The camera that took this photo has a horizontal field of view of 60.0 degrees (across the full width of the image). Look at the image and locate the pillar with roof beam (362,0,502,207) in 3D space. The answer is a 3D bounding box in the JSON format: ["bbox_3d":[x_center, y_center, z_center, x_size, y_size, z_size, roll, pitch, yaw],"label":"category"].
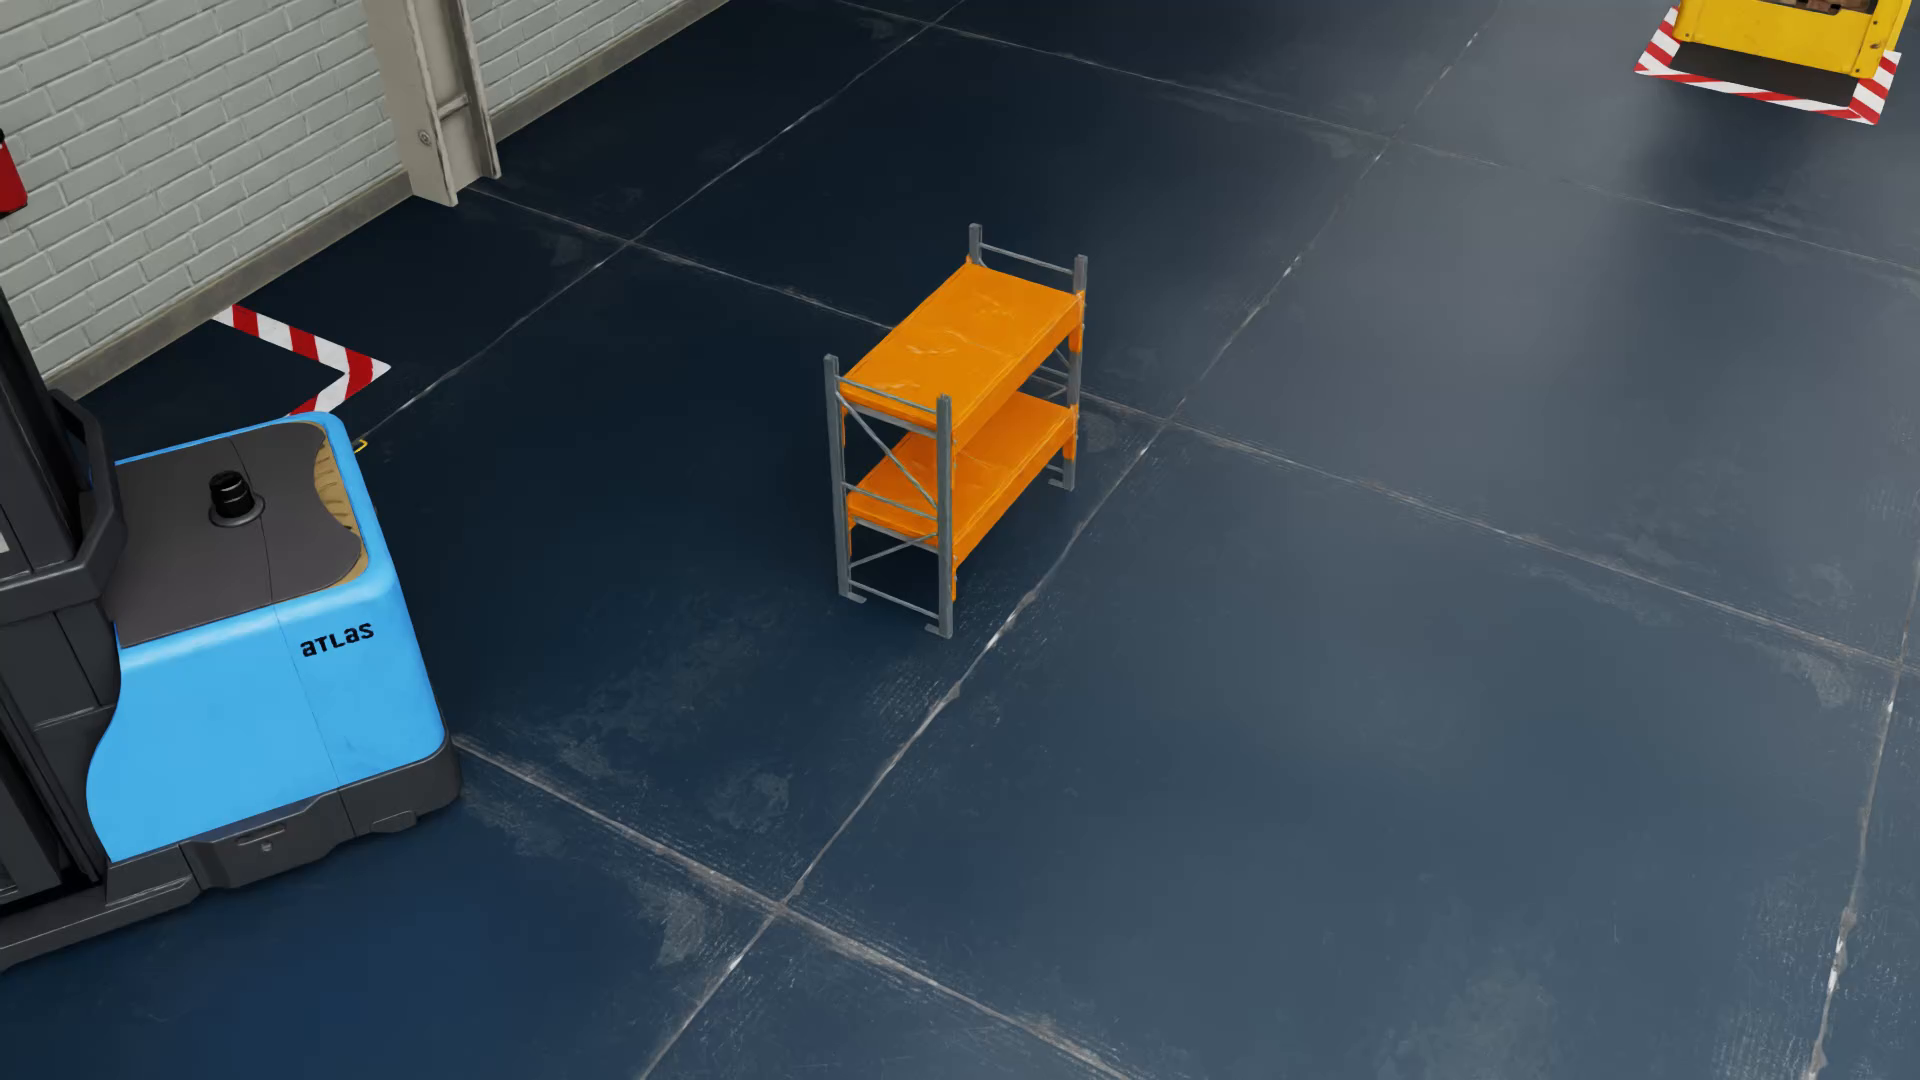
[{"bbox_3d":[1.023,-3.865,4.330,9.100,9.000,0.400,21,45,22],"label":"pillar with roof beam"}]

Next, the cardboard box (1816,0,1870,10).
[{"bbox_3d":[5.449,-3.506,10.225,0.500,0.250,0.500,21,45,22],"label":"cardboard box"}]

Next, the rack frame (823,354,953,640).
[{"bbox_3d":[-0.251,-0.135,6.052,0.500,1.125,0.032,21,45,22],"label":"rack frame"}]

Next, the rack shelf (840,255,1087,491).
[{"bbox_3d":[0.003,-0.646,6.189,0.538,0.278,1.000,21,45,22],"label":"rack shelf"}]

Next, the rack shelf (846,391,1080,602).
[{"bbox_3d":[0.003,-0.243,6.544,0.538,0.278,1.000,21,45,22],"label":"rack shelf"}]

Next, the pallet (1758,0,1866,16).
[{"bbox_3d":[5.334,-3.552,10.624,1.003,0.211,1.213,21,45,22],"label":"pallet"}]

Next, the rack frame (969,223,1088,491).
[{"bbox_3d":[0.258,-0.717,6.713,0.500,1.125,0.032,21,45,22],"label":"rack frame"}]

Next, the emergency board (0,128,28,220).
[{"bbox_3d":[-3.974,-1.636,6.338,0.194,1.169,0.643,21,45,22],"label":"emergency board"}]

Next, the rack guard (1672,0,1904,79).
[{"bbox_3d":[4.976,-3.196,10.001,1.175,0.500,0.348,21,45,22],"label":"rack guard"}]

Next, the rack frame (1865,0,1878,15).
[{"bbox_3d":[4.988,-4.147,9.190,1.000,3.000,0.127,21,45,22],"label":"rack frame"}]

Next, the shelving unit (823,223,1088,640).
[{"bbox_3d":[0.003,-0.426,6.383,0.538,1.125,1.048,21,45,22],"label":"shelving unit"}]

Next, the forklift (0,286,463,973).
[{"bbox_3d":[-3.255,-0.037,4.574,3.031,2.935,1.130,-18,44,-19],"label":"forklift"}]
